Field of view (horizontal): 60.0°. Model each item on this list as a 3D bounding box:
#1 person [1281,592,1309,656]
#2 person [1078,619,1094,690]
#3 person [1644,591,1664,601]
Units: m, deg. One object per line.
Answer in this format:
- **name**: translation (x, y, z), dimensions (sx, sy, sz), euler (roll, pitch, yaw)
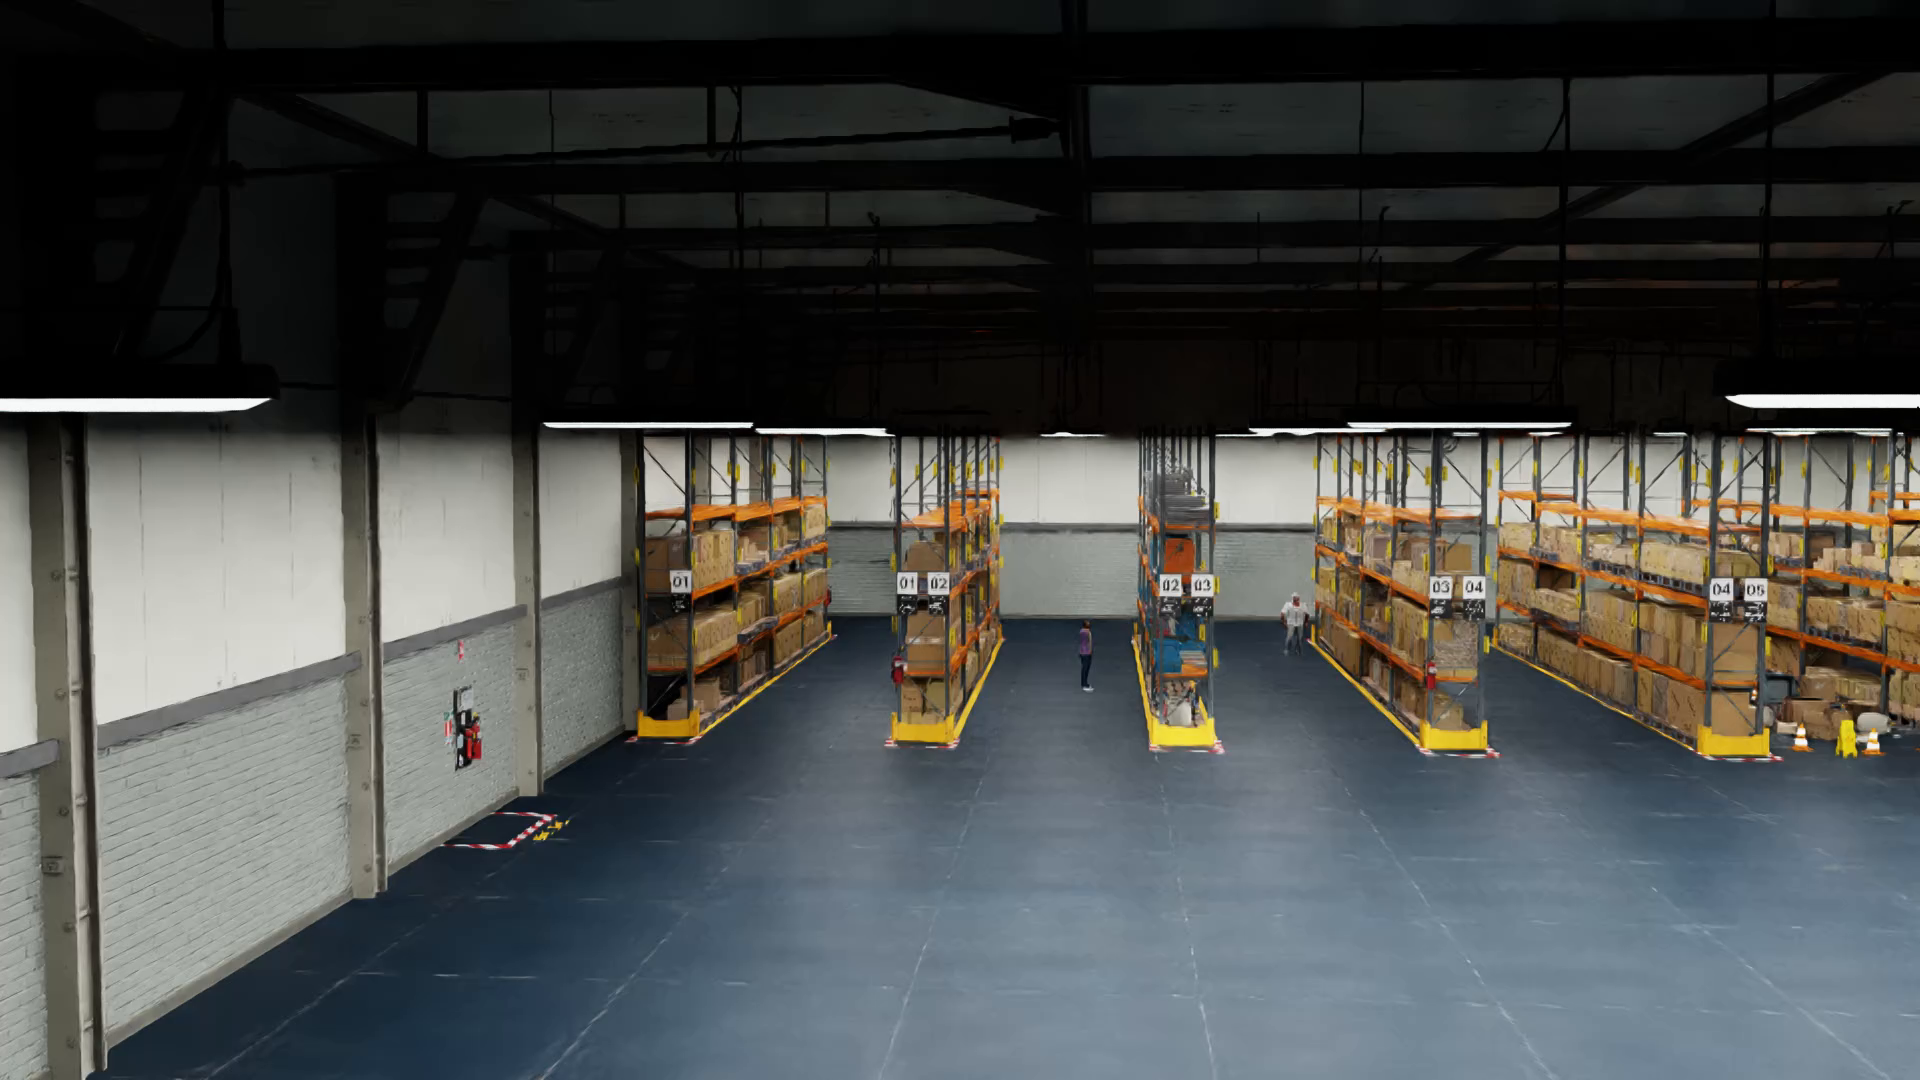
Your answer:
- **person**: translation (8.803, 2.214, 43.729), dimensions (0.716, 1.714, 0.572), euler (0, 3, 3)
- **person**: translation (2.902, 2.612, 37.889), dimensions (0.399, 1.589, 0.469), euler (-2, 4, -26)
- **person**: translation (20.708, 1.828, 49.614), dimensions (0.611, 1.769, 0.627), euler (3, 5, 41)
